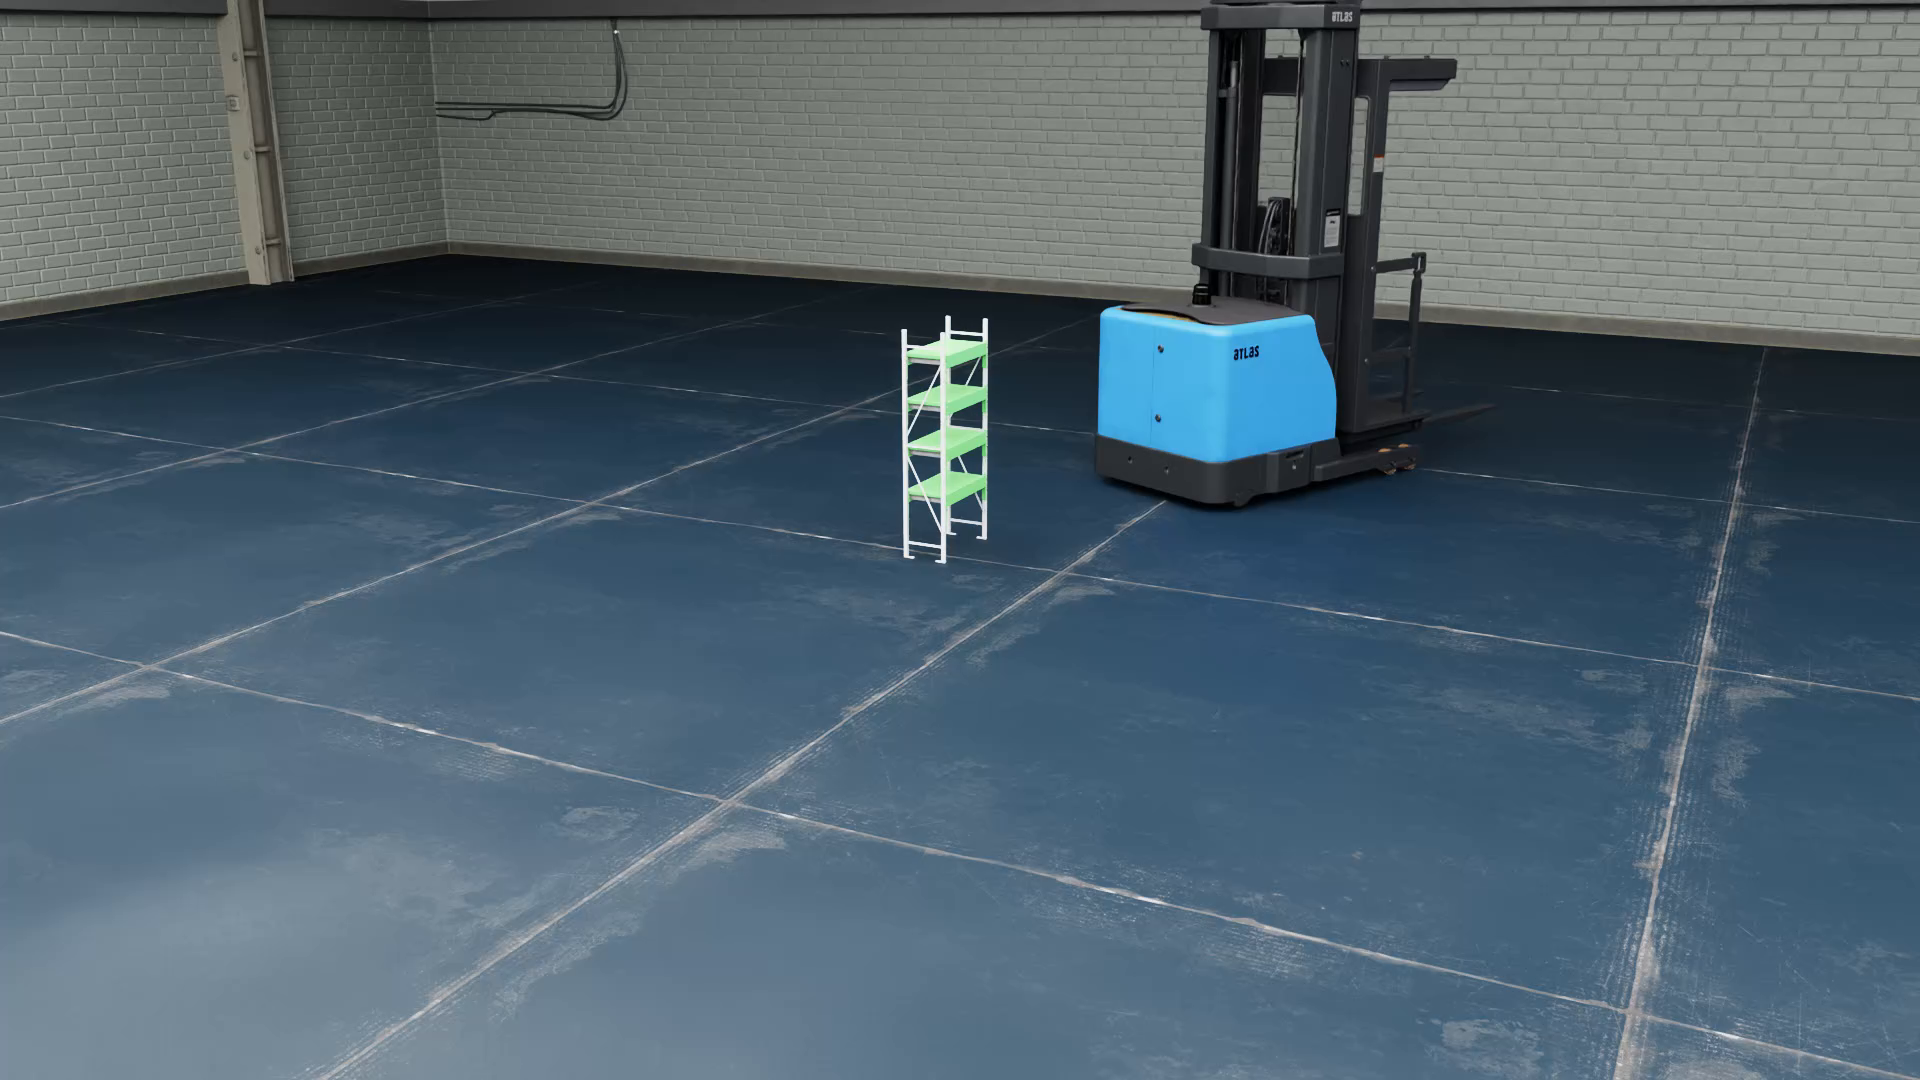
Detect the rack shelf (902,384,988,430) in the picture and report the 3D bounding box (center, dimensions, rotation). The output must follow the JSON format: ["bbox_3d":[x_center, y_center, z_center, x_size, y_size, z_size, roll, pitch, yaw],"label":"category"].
[{"bbox_3d":[-0.074,-0.702,8.661,0.258,0.148,0.480,8,18,25],"label":"rack shelf"}]

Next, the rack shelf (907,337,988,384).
[{"bbox_3d":[-0.074,-0.932,8.593,0.258,0.148,0.480,8,18,25],"label":"rack shelf"}]

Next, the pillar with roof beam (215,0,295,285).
[{"bbox_3d":[-3.970,-6.696,15.765,9.100,9.000,0.400,8,18,25],"label":"pillar with roof beam"}]

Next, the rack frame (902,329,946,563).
[{"bbox_3d":[-0.183,-0.471,8.502,0.240,1.200,0.015,8,18,25],"label":"rack frame"}]

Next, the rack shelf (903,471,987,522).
[{"bbox_3d":[-0.074,-0.242,8.798,0.258,0.148,0.480,8,18,25],"label":"rack shelf"}]

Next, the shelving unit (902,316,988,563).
[{"bbox_3d":[-0.074,-0.533,8.712,0.258,1.200,0.503,8,18,25],"label":"shelving unit"}]

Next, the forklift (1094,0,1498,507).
[{"bbox_3d":[2.286,-1.916,10.326,3.031,2.935,1.130,-13,21,-37],"label":"forklift"}]

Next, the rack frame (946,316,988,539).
[{"bbox_3d":[0.035,-0.595,8.921,0.240,1.200,0.015,8,18,25],"label":"rack frame"}]

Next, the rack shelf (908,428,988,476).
[{"bbox_3d":[-0.074,-0.472,8.730,0.258,0.148,0.480,8,18,25],"label":"rack shelf"}]

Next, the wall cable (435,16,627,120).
[{"bbox_3d":[-5.322,-6.338,20.011,3.097,2.526,0.112,8,18,25],"label":"wall cable"}]
